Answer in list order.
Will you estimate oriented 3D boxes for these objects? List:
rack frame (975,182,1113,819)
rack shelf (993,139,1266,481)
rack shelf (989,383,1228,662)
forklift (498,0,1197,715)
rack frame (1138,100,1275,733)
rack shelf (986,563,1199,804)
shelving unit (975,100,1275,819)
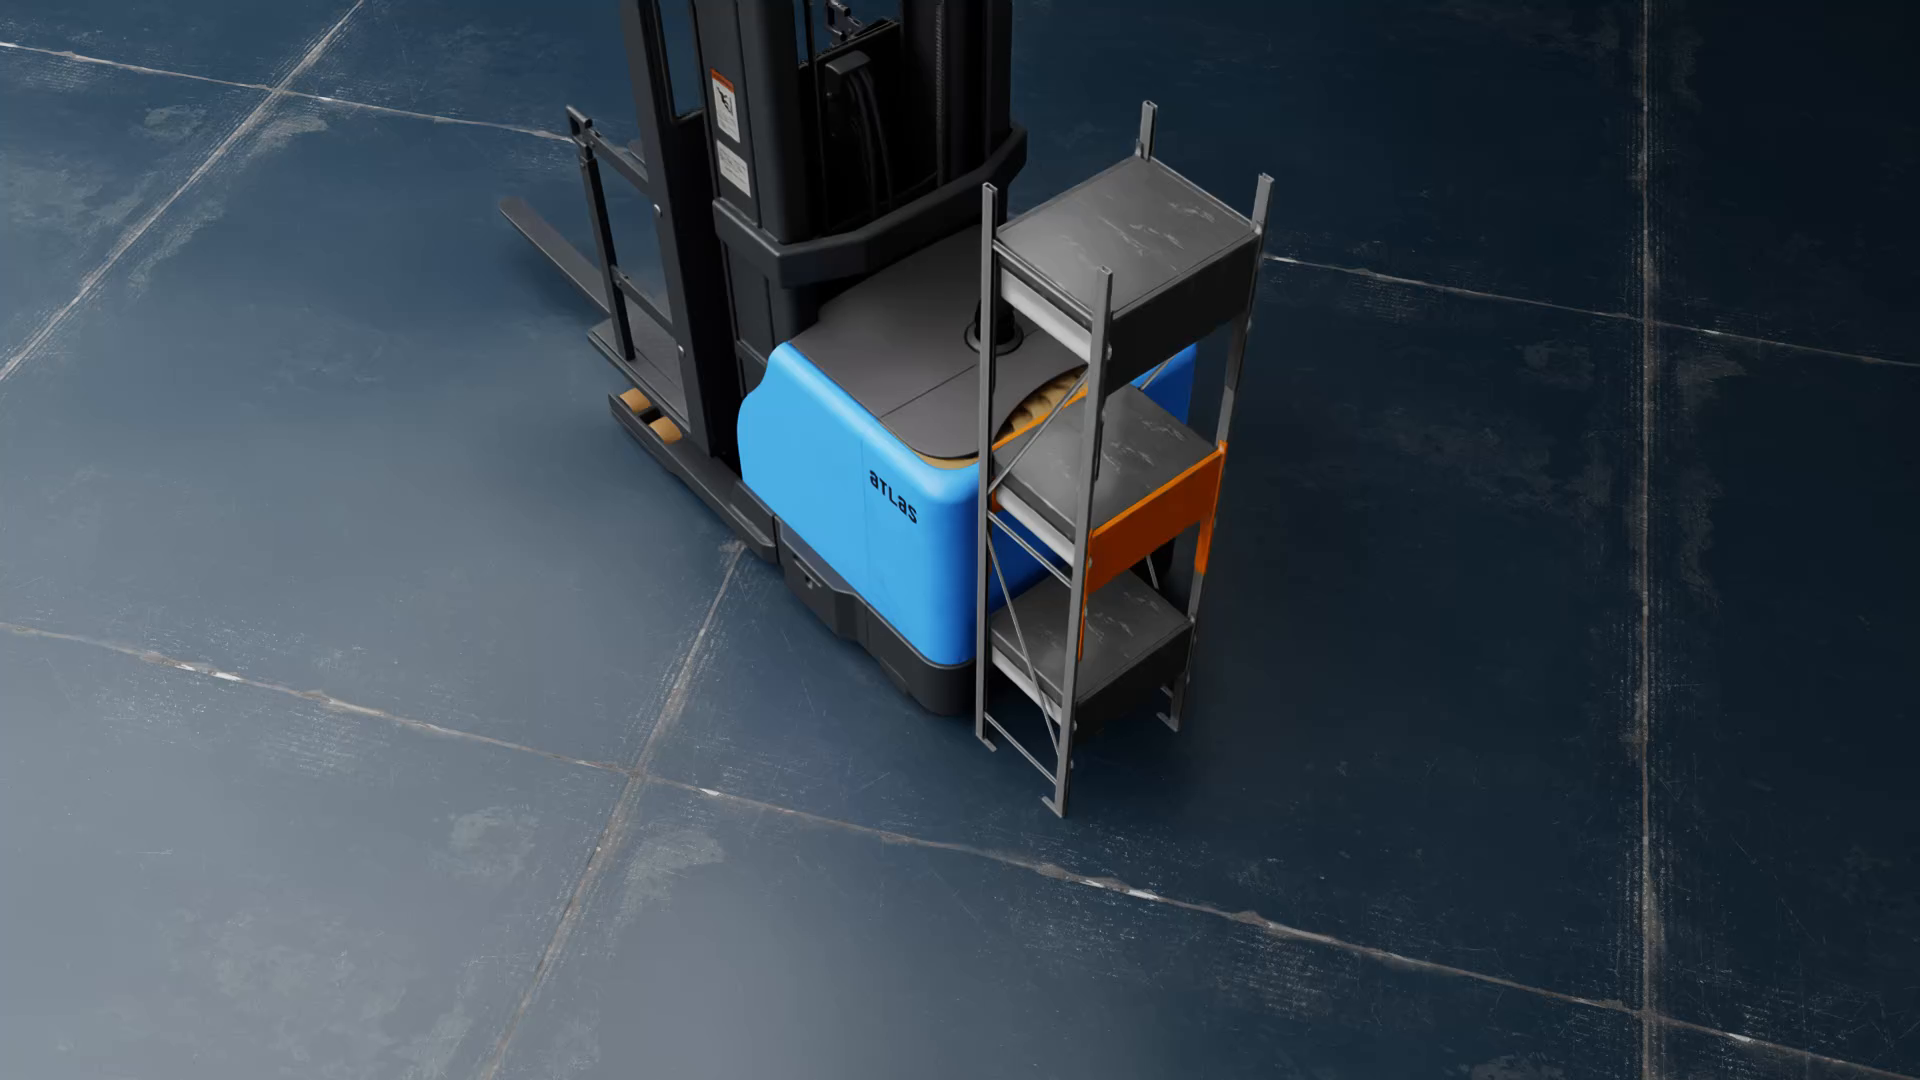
[{"bbox_3d":[0.183,0.028,4.324,0.015,2.100,0.400,-32,56,-25],"label":"rack frame"},{"bbox_3d":[0.370,-0.543,3.913,0.480,0.518,0.431,-32,56,-25],"label":"rack shelf"},{"bbox_3d":[0.370,-0.080,4.438,0.480,0.518,0.431,-32,56,-25],"label":"rack shelf"},{"bbox_3d":[-0.620,-1.466,5.089,1.130,2.935,3.031,-32,56,-25],"label":"forklift"},{"bbox_3d":[0.556,-0.207,4.532,0.015,2.100,0.400,-32,56,-25],"label":"rack frame"},{"bbox_3d":[0.369,0.383,4.963,0.480,0.518,0.431,-32,56,-25],"label":"rack shelf"},{"bbox_3d":[0.370,-0.089,4.428,0.503,2.100,0.431,-32,56,-25],"label":"shelving unit"}]
